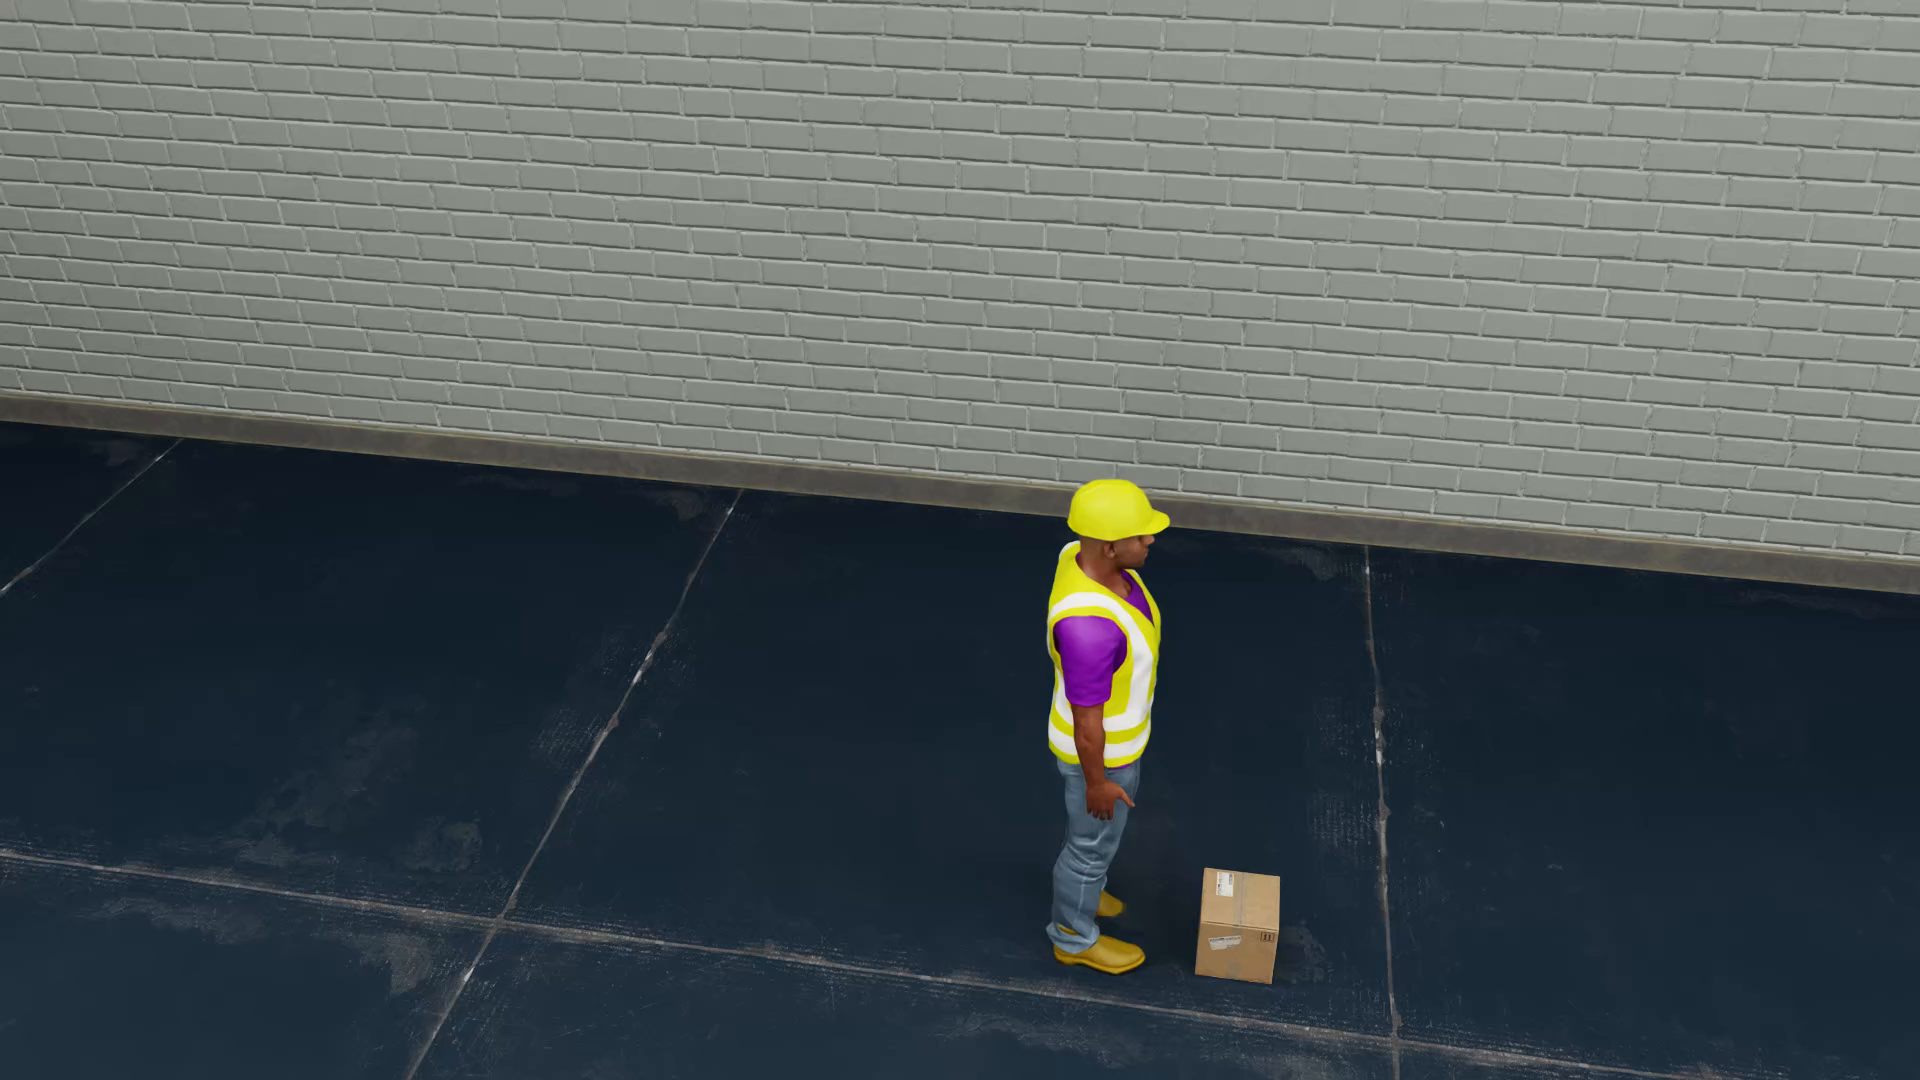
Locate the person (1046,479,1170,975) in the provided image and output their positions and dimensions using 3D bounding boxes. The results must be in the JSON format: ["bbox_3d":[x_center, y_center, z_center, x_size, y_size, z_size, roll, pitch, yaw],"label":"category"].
[{"bbox_3d":[0.449,0.614,5.184,0.369,1.815,0.575,5,33,8],"label":"person"}]
